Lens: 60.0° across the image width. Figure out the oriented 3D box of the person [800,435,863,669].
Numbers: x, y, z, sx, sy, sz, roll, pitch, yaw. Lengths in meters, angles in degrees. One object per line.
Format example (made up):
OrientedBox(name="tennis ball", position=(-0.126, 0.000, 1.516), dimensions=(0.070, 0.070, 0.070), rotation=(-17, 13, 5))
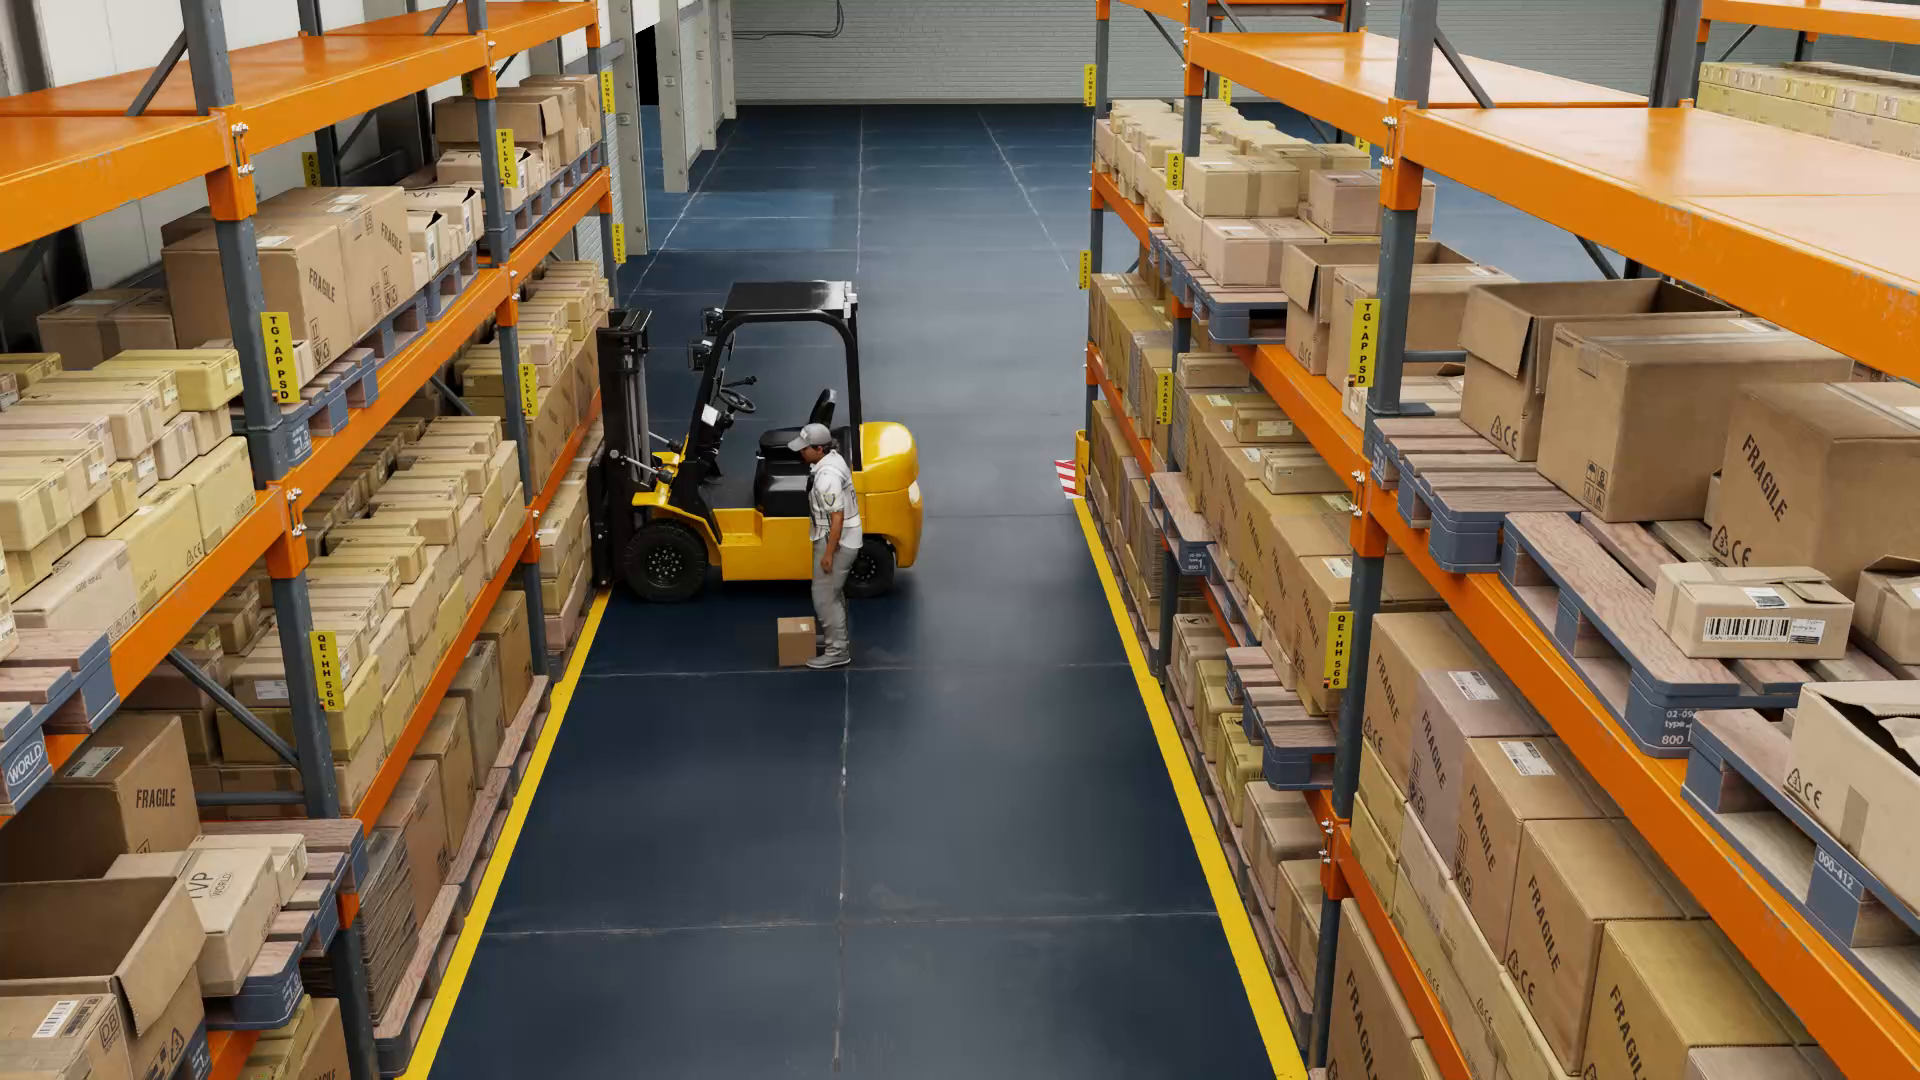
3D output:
OrientedBox(name="person", position=(-0.851, 0.021, 11.034), dimensions=(0.403, 1.651, 0.558), rotation=(-2, 21, -6))
